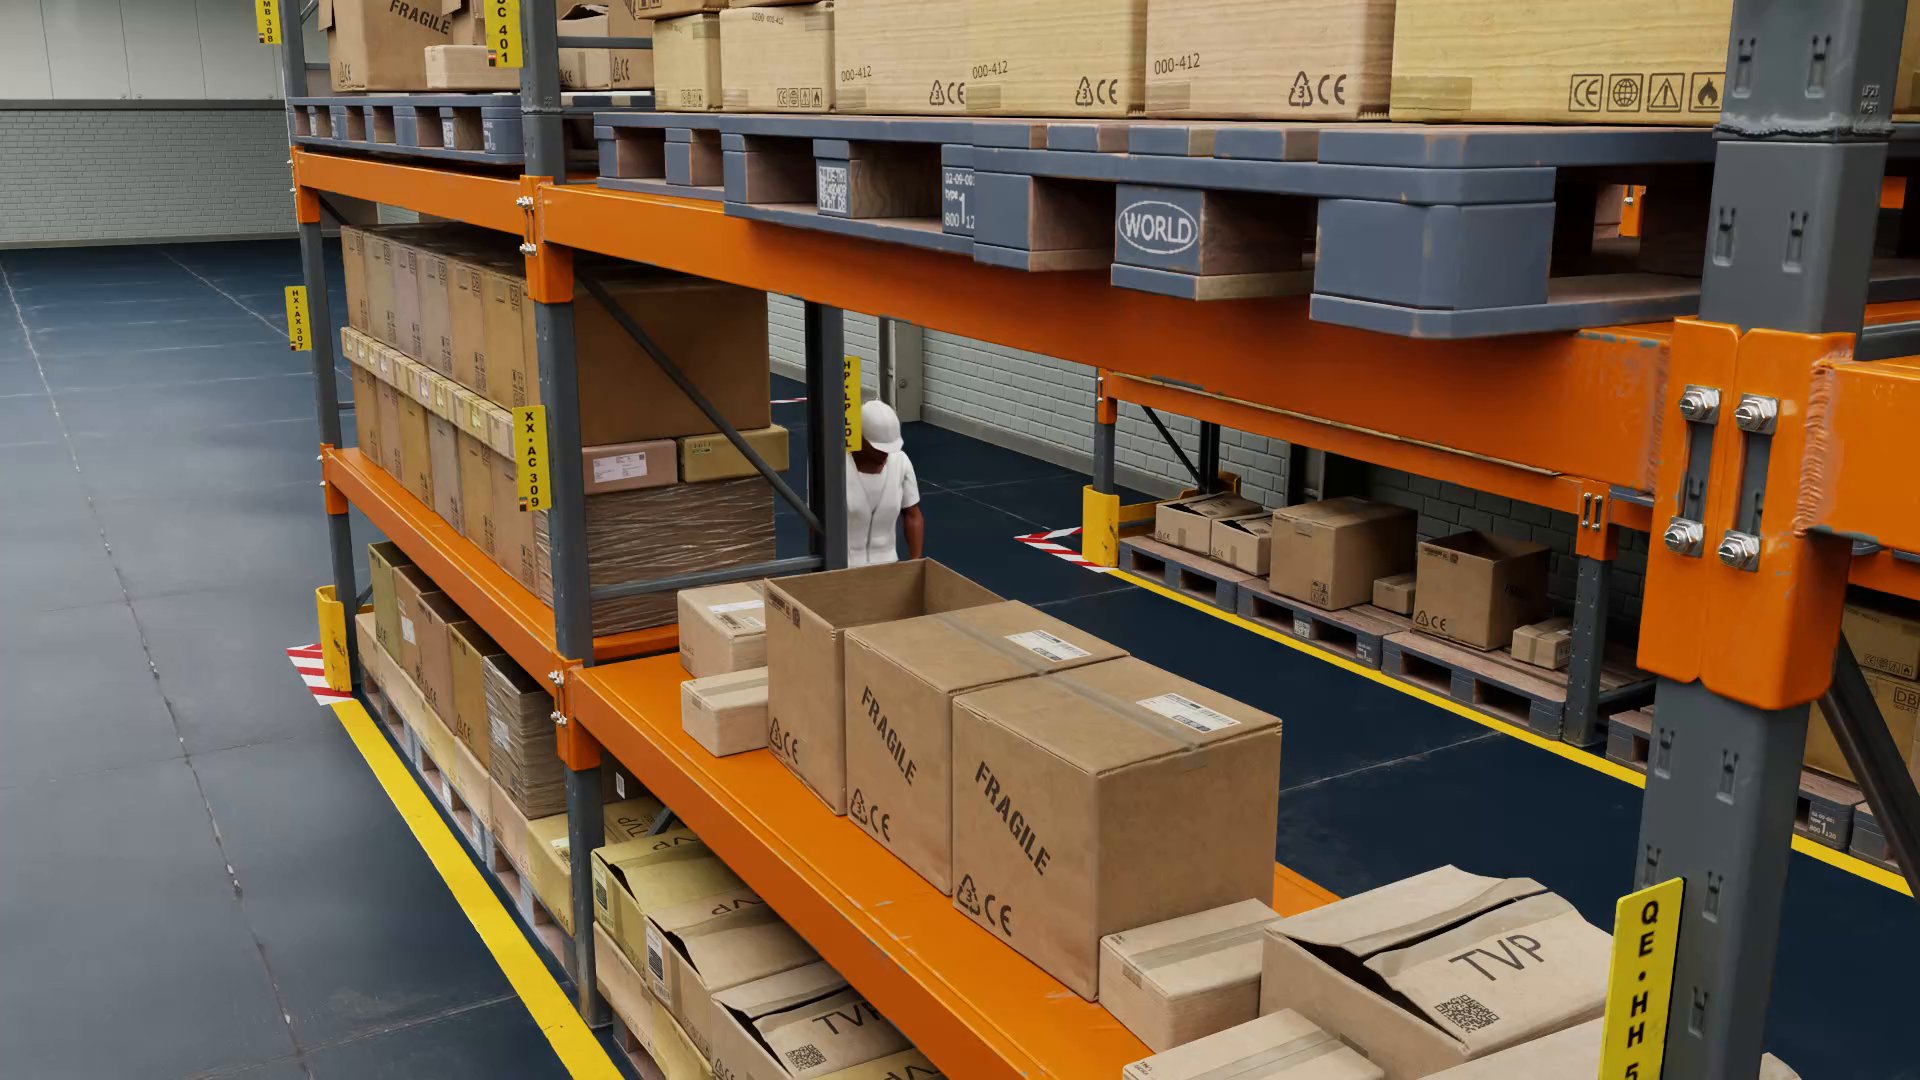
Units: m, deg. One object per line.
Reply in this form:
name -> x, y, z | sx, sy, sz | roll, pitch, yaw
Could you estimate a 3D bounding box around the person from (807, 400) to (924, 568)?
person -> -0.444, 0.146, 8.056 | 0.599, 1.696, 0.491 | -8, 17, -28
